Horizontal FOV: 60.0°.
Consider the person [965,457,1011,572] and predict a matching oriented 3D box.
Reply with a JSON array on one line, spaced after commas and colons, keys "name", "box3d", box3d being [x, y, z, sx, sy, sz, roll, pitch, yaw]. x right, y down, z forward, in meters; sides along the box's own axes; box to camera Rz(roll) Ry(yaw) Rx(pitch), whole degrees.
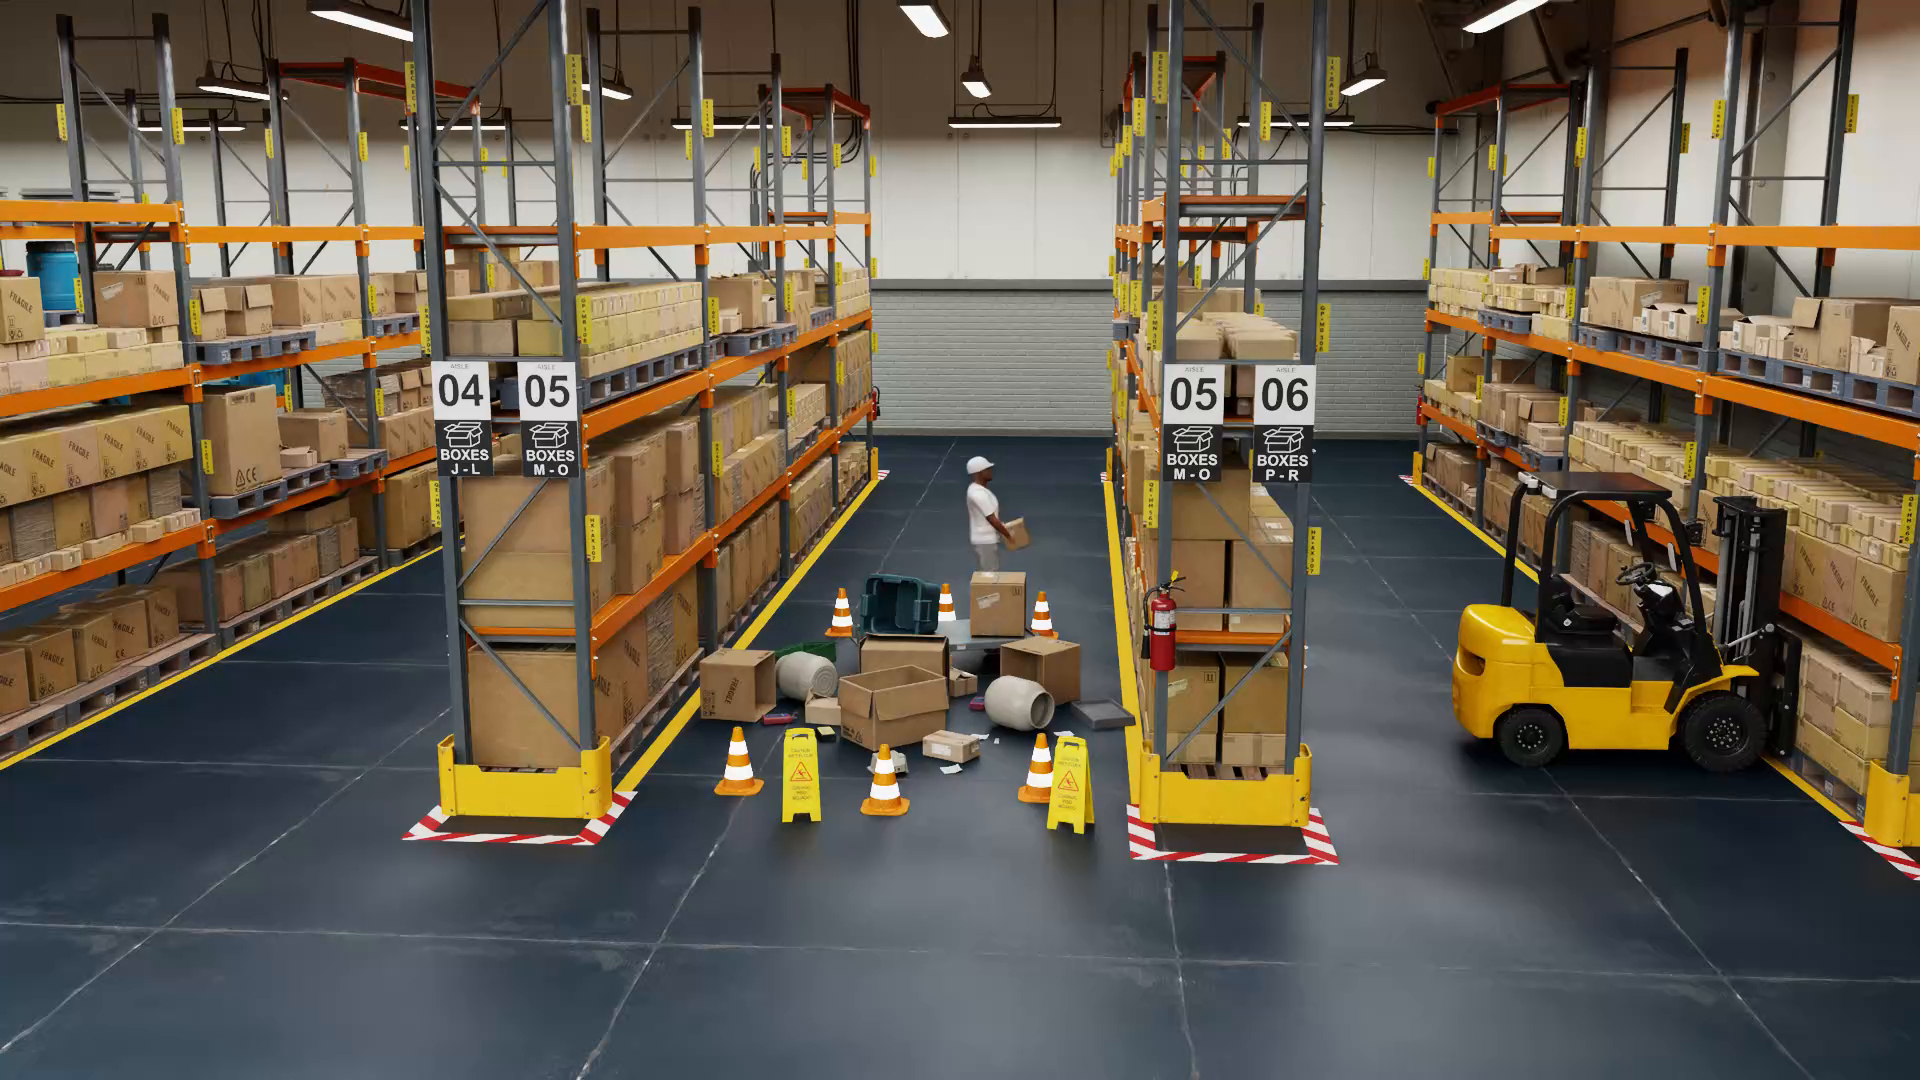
[{"name": "person", "box3d": [0.336, 0.016, 17.264, 0.559, 1.772, 0.543, -1, 11, -5]}]
